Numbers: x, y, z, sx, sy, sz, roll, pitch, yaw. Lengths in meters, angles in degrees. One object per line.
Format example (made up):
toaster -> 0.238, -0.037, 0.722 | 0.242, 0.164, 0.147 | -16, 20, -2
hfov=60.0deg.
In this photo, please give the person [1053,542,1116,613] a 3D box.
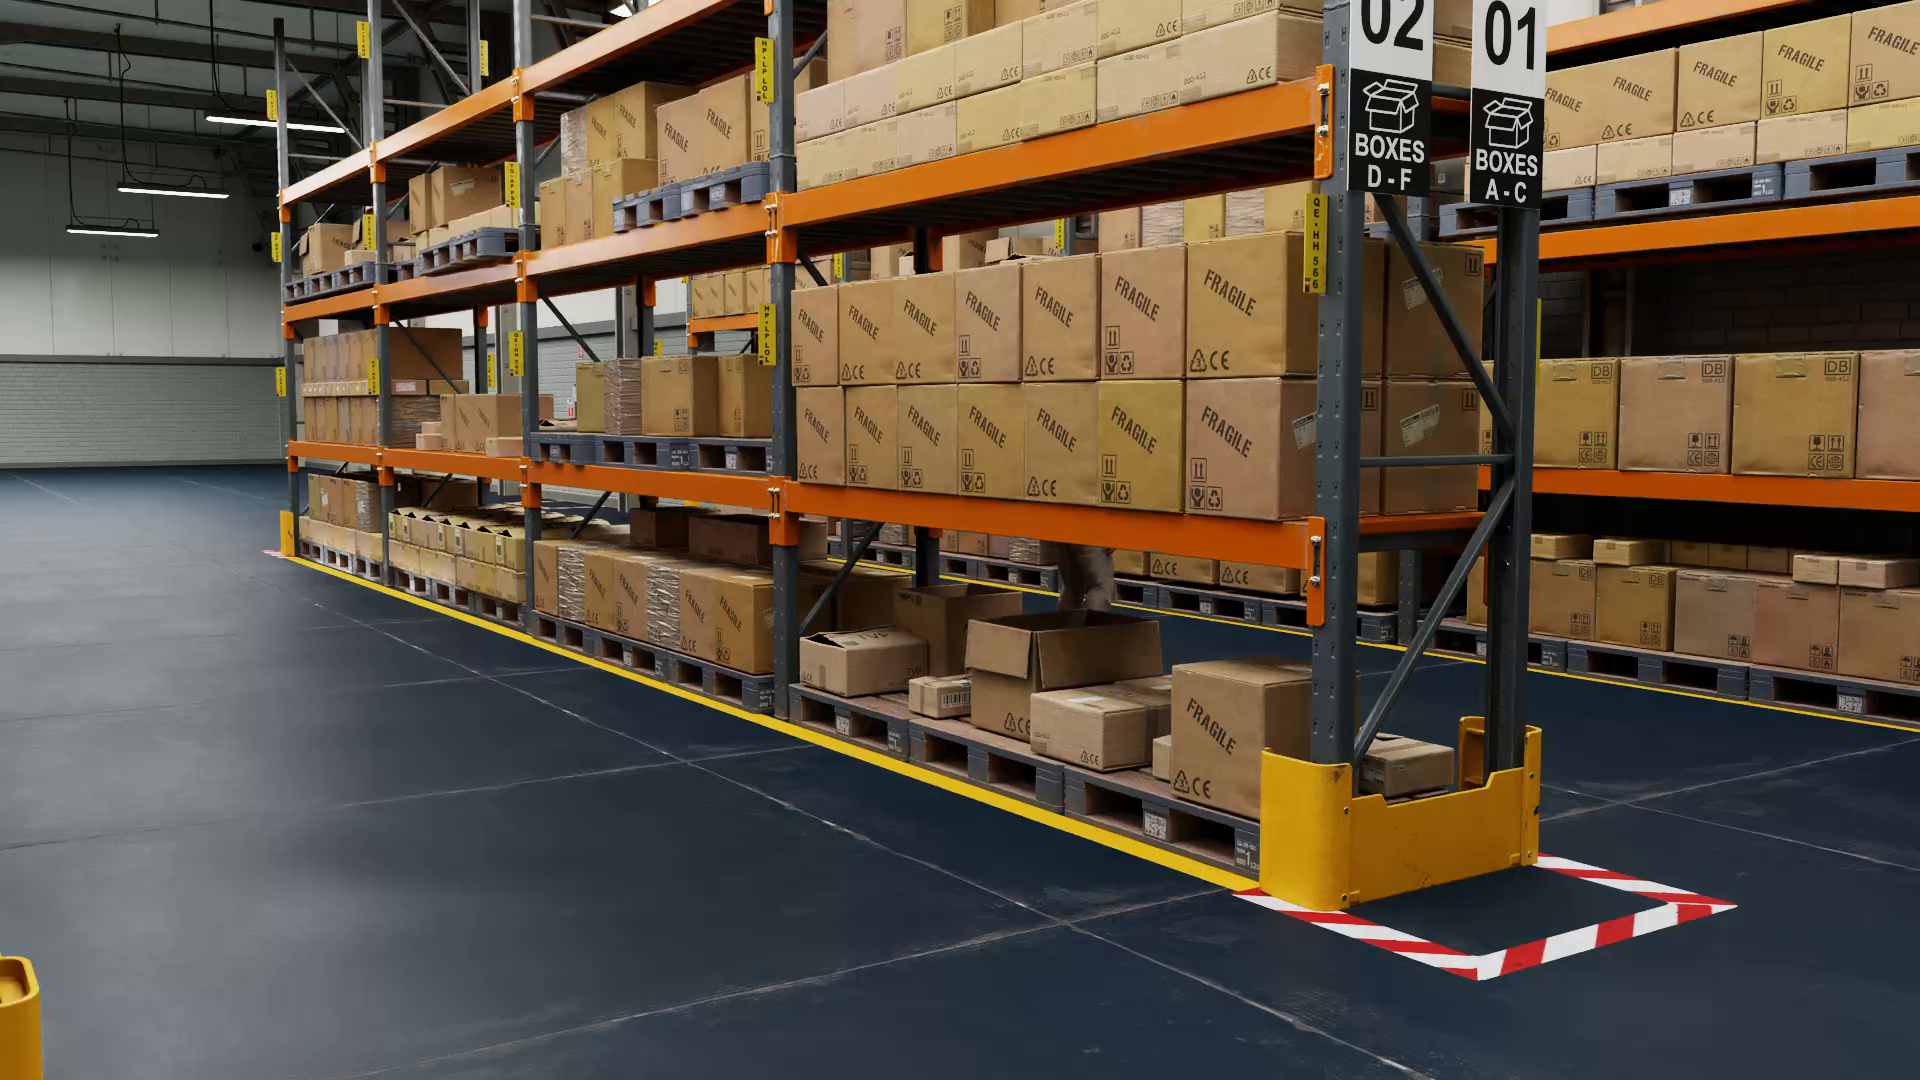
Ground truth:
person -> 0.836, -0.059, 11.126 | 0.391, 1.727, 0.587 | -3, 6, -33
